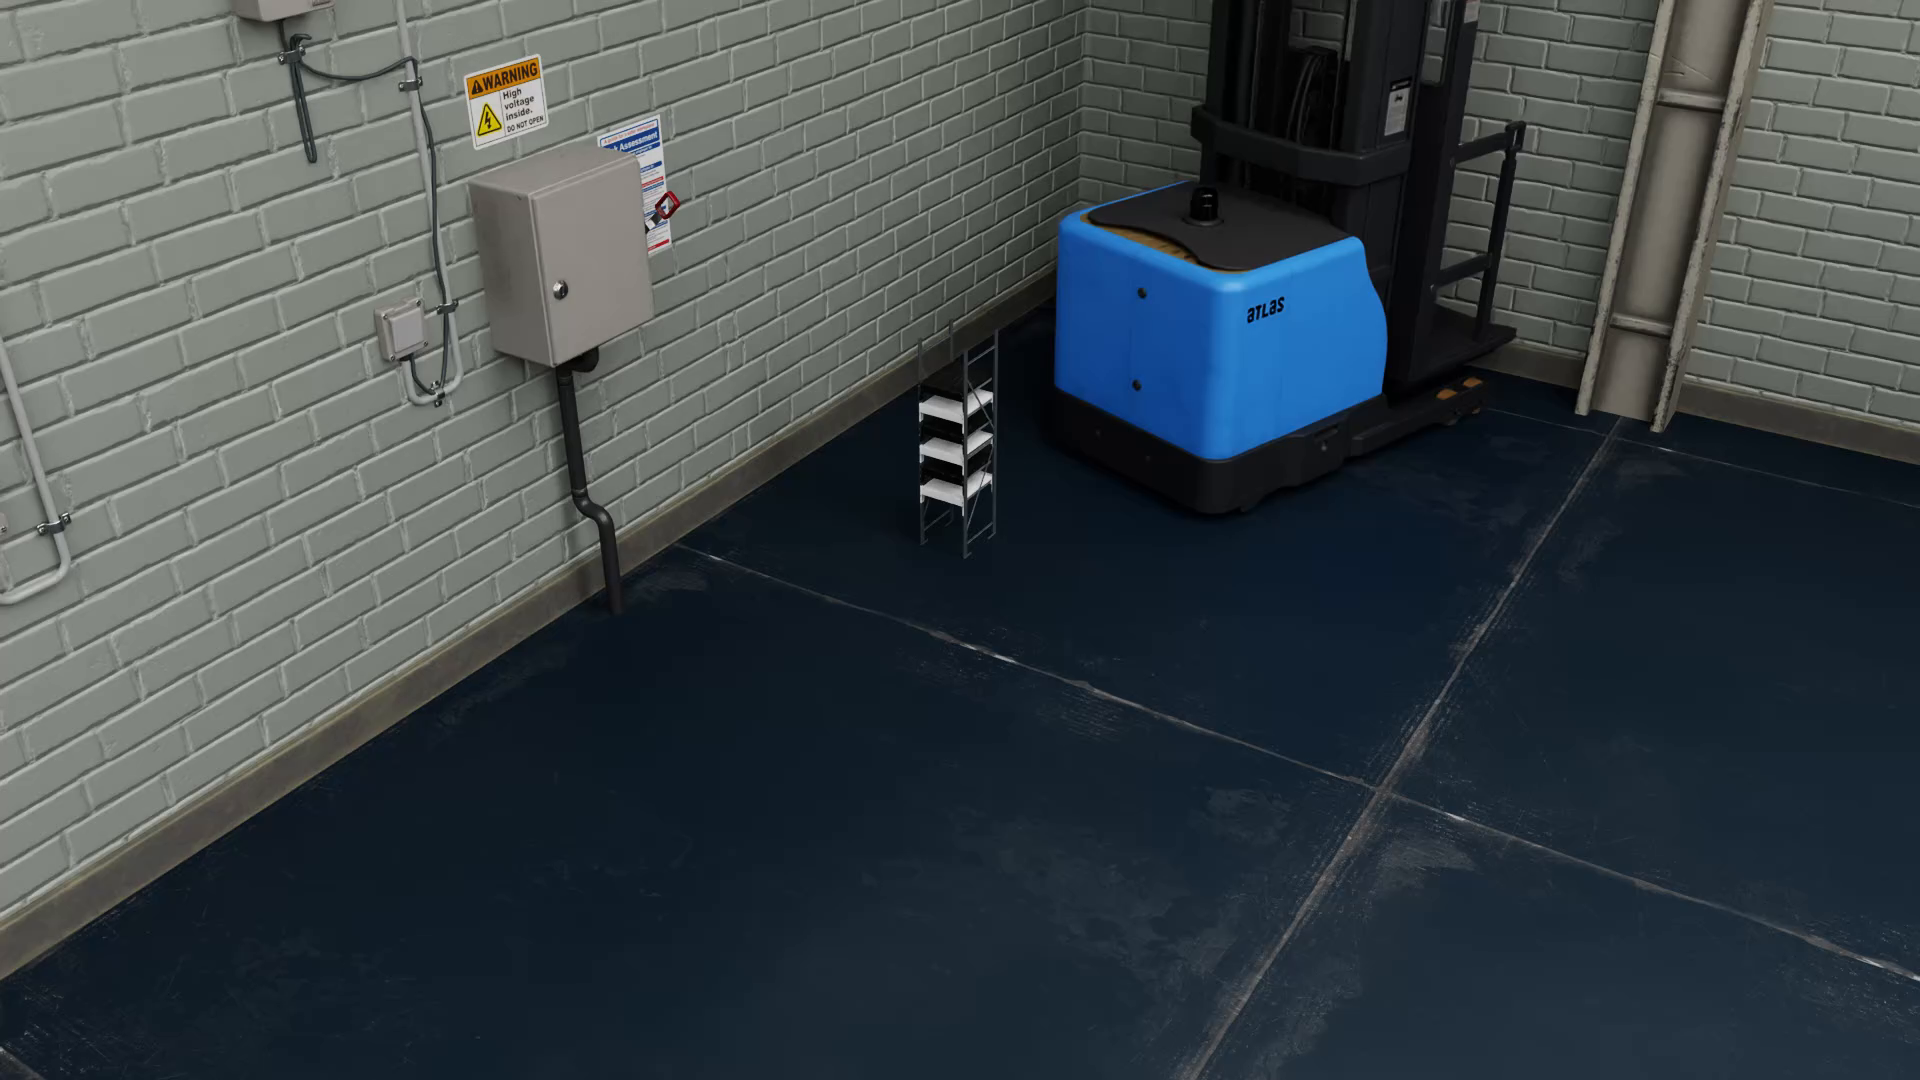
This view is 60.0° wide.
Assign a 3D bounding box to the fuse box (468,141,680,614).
[{"bbox_3d":[-1.262,-0.477,5.870,0.414,1.711,0.539,18,35,27],"label":"fuse box"}]

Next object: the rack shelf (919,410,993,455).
[{"bbox_3d":[-0.007,-0.440,6.498,0.200,0.077,0.258,18,35,27],"label":"rack shelf"}]

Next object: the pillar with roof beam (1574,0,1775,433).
[{"bbox_3d":[0.828,-2.656,2.373,0.400,9.000,9.100,18,35,27],"label":"pillar with roof beam"}]

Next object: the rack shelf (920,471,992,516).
[{"bbox_3d":[-0.007,-0.207,6.634,0.200,0.077,0.258,18,35,27],"label":"rack shelf"}]

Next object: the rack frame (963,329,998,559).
[{"bbox_3d":[0.079,-0.364,6.480,0.006,0.900,0.240,18,35,27],"label":"rack frame"}]

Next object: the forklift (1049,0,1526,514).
[{"bbox_3d":[1.856,-1.976,7.229,3.031,2.935,1.130,-22,37,-33],"label":"forklift"}]

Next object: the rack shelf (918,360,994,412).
[{"bbox_3d":[-0.007,-0.595,6.408,0.200,0.077,0.258,18,35,27],"label":"rack shelf"}]

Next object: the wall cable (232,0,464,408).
[{"bbox_3d":[-1.759,-1.223,4.862,0.122,1.984,0.588,18,35,27],"label":"wall cable"}]

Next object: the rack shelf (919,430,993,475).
[{"bbox_3d":[-0.007,-0.362,6.544,0.200,0.077,0.258,18,35,27],"label":"rack shelf"}]

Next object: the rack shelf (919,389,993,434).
[{"bbox_3d":[-0.007,-0.518,6.453,0.200,0.077,0.258,18,35,27],"label":"rack shelf"}]

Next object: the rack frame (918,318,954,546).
[{"bbox_3d":[-0.093,-0.418,6.574,0.006,0.900,0.240,18,35,27],"label":"rack frame"}]

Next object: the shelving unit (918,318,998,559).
[{"bbox_3d":[-0.007,-0.391,6.527,0.210,0.900,0.258,18,35,27],"label":"shelving unit"}]

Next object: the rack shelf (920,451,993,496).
[{"bbox_3d":[-0.007,-0.284,6.589,0.200,0.077,0.258,18,35,27],"label":"rack shelf"}]

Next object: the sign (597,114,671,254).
[{"bbox_3d":[-1.175,-1.259,6.026,0.001,0.494,0.329,18,35,27],"label":"sign"}]

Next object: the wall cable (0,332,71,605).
[{"bbox_3d":[-2.503,-0.629,3.811,0.123,1.953,0.585,18,35,27],"label":"wall cable"}]

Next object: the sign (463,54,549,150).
[{"bbox_3d":[-1.467,-1.422,5.392,0.001,0.242,0.339,18,35,27],"label":"sign"}]
